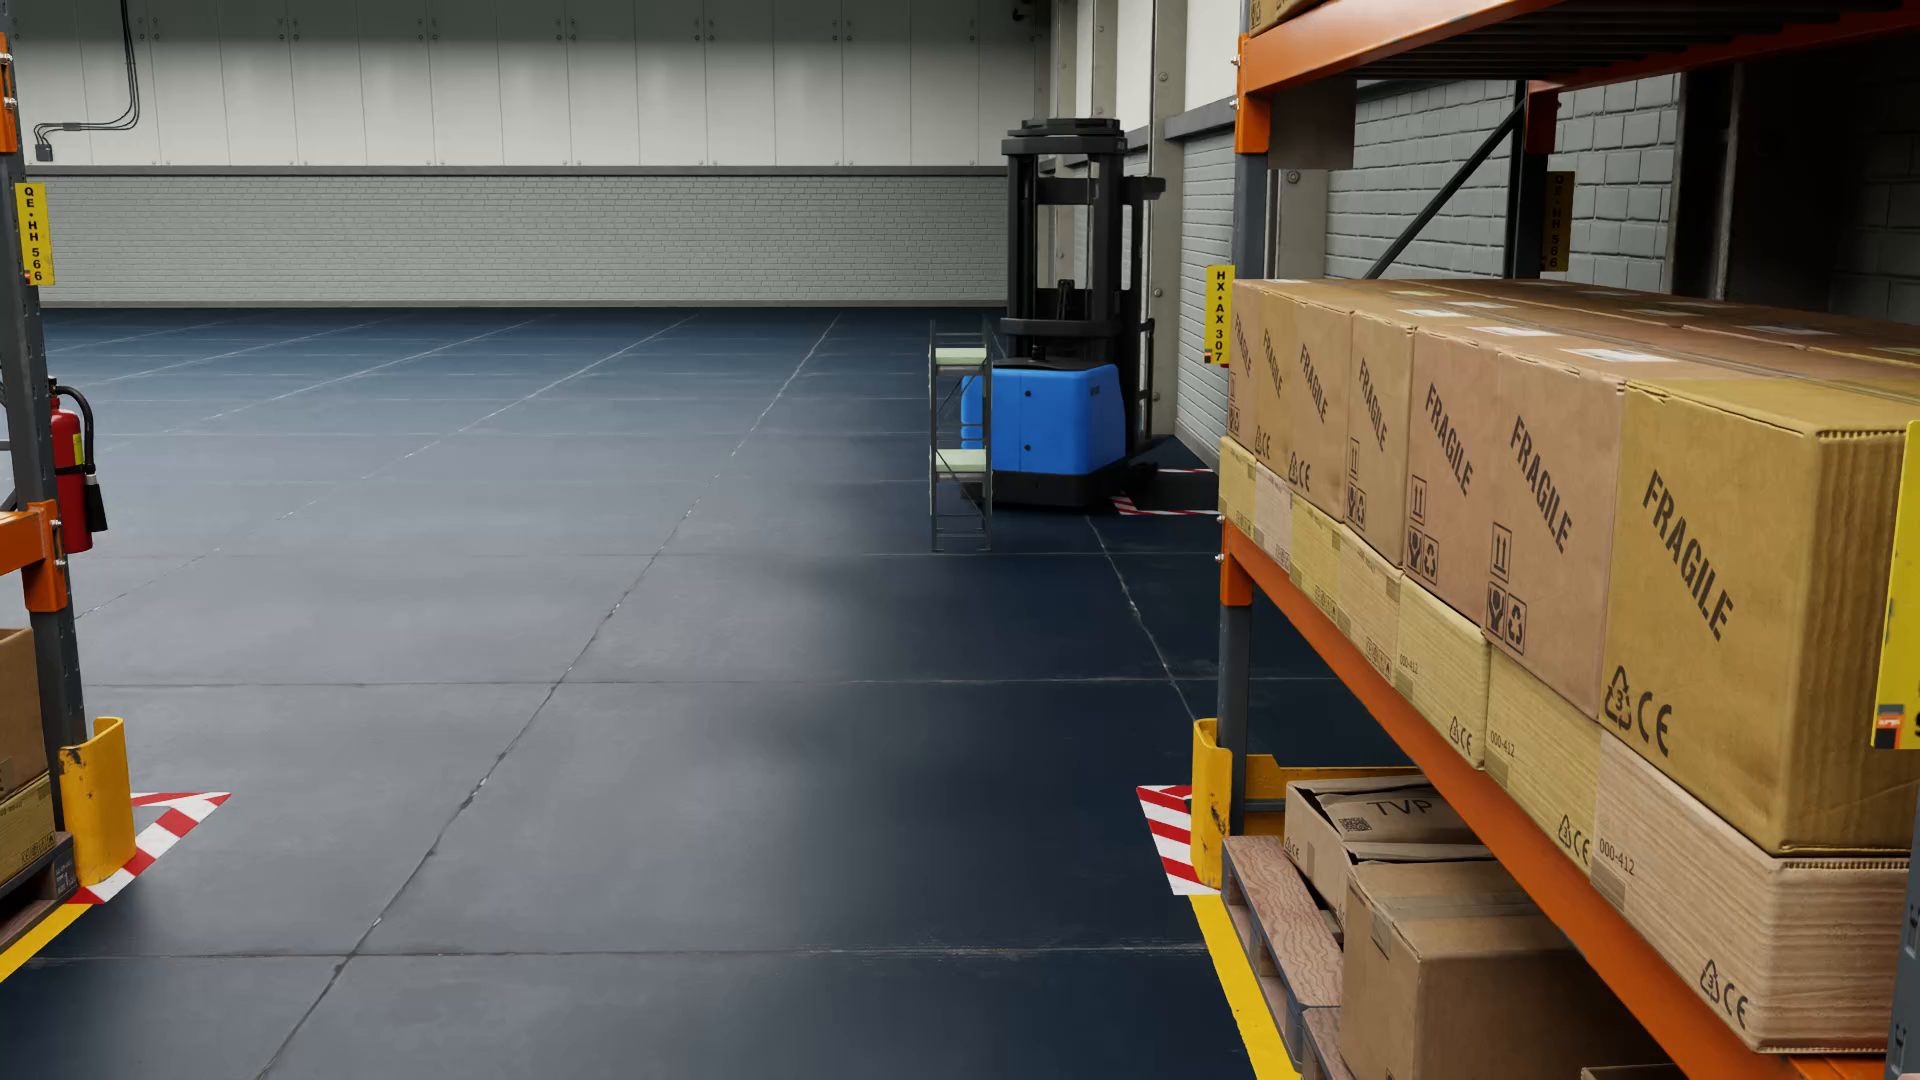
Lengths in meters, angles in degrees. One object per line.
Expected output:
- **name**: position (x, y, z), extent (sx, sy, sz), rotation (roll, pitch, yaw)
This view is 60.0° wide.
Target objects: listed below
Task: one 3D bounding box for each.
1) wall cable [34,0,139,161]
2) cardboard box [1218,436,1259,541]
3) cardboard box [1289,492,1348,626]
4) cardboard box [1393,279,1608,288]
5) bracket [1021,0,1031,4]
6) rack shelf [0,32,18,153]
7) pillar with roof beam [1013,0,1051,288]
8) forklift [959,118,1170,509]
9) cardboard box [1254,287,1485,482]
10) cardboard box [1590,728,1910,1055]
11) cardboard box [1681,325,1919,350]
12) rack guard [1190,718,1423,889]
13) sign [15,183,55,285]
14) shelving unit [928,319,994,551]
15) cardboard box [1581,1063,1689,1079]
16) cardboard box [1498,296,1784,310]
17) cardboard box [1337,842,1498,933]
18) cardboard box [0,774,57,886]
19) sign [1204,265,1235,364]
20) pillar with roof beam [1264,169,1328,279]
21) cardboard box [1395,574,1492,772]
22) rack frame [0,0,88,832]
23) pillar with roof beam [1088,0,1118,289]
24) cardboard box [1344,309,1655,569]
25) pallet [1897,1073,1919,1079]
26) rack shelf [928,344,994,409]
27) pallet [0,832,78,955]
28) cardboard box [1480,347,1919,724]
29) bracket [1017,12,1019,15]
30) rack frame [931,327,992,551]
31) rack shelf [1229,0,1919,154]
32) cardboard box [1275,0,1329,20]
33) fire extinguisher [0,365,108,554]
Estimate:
- **wall cable**: position (-19.071, -11.261, 35.878), extent (2.305, 6.003, 0.169), rotation (0, 11, -1)
- **cardboard box**: position (1.102, -0.166, 5.162), extent (0.500, 0.250, 0.500), rotation (-1, 11, -3)
- **cardboard box**: position (1.132, 0.038, 4.154), extent (0.500, 0.250, 0.500), rotation (0, 11, -2)
- **cardboard box**: position (1.632, -0.539, 5.115), extent (0.500, 0.500, 0.500), rotation (0, 11, -2)
- **bracket**: position (1.323, -10.777, 32.992), extent (0.235, 0.232, 0.430), rotation (0, 11, -1)
- **rack shelf**: position (-3.502, -1.027, 3.344), extent (1.077, 0.370, 4.000), rotation (0, 11, -1)
- **pillar with roof beam**: position (-2.635, -9.079, 33.677), extent (9.100, 9.000, 0.548), rotation (0, 11, -1)
- **forklift**: position (1.023, -1.922, 13.660), extent (1.130, 2.935, 3.031), rotation (5, 12, 22)
- **cardboard box**: position (1.119, -0.438, 4.614), extent (0.500, 0.500, 0.500), rotation (0, 11, -1)
- **cardboard box**: position (1.179, 0.437, 2.185), extent (0.500, 0.250, 0.500), rotation (0, 11, -1)
- **cardboard box**: position (1.680, -0.133, 3.113), extent (0.500, 0.500, 0.500), rotation (0, 11, 0)
- **rack guard**: position (1.411, 0.912, 5.808), extent (1.175, 0.500, 0.348), rotation (0, 11, -1)
- **sign**: position (-3.000, -0.990, 5.389), extent (0.100, 0.325, 0.005), rotation (0, 11, -1)
- **shelving unit**: position (0.000, -0.736, 11.417), extent (0.431, 1.500, 0.755), rotation (0, 11, -1)
- **cardboard box**: position (1.431, 1.270, 2.935), extent (0.500, 0.500, 0.500), rotation (-1, 12, -5)
- **cardboard box**: position (1.647, -0.337, 4.115), extent (0.500, 0.500, 0.500), rotation (-1, 11, -3)
- **cardboard box**: position (1.346, 1.025, 4.619), extent (0.500, 0.311, 0.500), rotation (1, 11, 4)
- **cardboard box**: position (-3.237, 0.940, 5.242), extent (0.500, 0.250, 0.500), rotation (0, 11, -1)
- **sign**: position (0.867, -0.750, 5.537), extent (0.100, 0.325, 0.005), rotation (0, 11, -1)
- **pillar with roof beam**: position (-2.139, -4.308, 10.161), extent (9.100, 9.000, 0.400), rotation (0, 11, -1)
- **cardboard box**: position (1.151, 0.238, 3.166), extent (0.500, 0.250, 0.500), rotation (0, 11, -1)
- **rack frame**: position (-3.543, -0.307, 5.530), extent (1.000, 3.000, 0.127), rotation (0, 11, -1)
- **pillar with roof beam**: position (-2.387, -6.693, 21.919), extent (9.100, 9.000, 0.400), rotation (0, 11, -1)
- **cardboard box**: position (1.146, -0.233, 3.602), extent (0.500, 0.500, 0.500), rotation (0, 11, 1)
- **pallet**: position (1.362, 0.713, 0.982), extent (1.003, 0.211, 1.213), rotation (0, 11, -1)
- **rack shelf**: position (0.000, -1.119, 11.339), extent (0.431, 0.370, 0.720), rotation (0, 11, -1)
- **pallet**: position (-3.485, 1.211, 5.059), extent (1.003, 0.211, 1.213), rotation (0, 11, -1)
- **cardboard box**: position (1.157, -0.029, 2.599), extent (0.500, 0.500, 0.500), rotation (0, 11, -1)
- **bracket**: position (1.269, -11.295, 35.549), extent (0.076, 0.066, 3.189), rotation (0, 11, -1)
- **rack frame**: position (0.007, -0.664, 11.058), extent (0.400, 1.500, 0.023), rotation (0, 11, -1)
- **rack shelf**: position (1.451, -1.048, 3.447), extent (1.077, 0.370, 4.000), rotation (0, 11, -1)
- **cardboard box**: position (1.142, -1.683, 4.464), extent (0.500, 0.500, 0.500), rotation (1, 11, 3)
- **fire extinguisher**: position (-3.081, -0.295, 5.663), extent (0.296, 0.674, 0.183), rotation (0, 11, -1)
